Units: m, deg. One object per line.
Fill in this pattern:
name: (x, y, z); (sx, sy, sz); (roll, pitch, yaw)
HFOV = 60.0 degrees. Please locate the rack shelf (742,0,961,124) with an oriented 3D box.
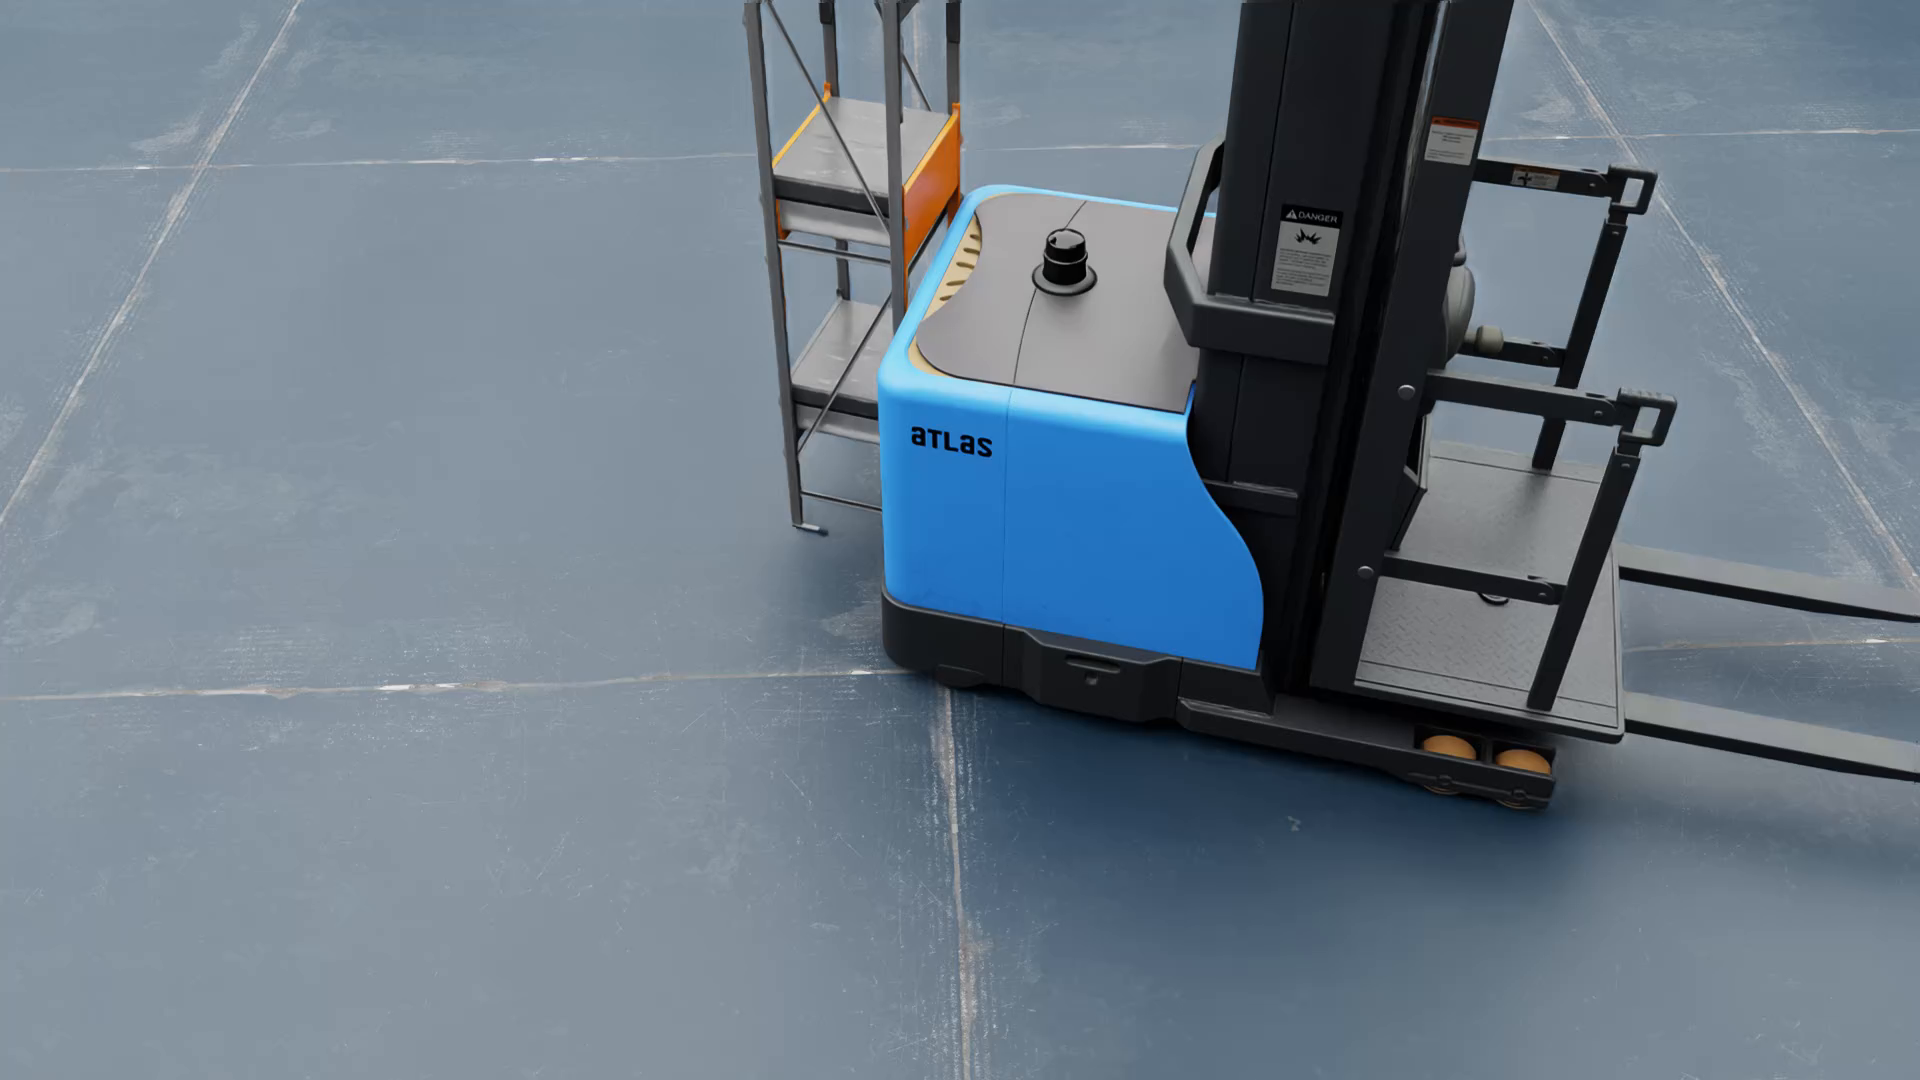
rack shelf: (-0.268, -1.442, 4.254); (0.431, 0.518, 0.480); (12, 44, 13)

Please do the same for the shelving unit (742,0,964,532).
shelving unit: (-0.267, -0.936, 4.717); (0.431, 2.100, 0.503); (12, 44, 13)

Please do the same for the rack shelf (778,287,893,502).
rack shelf: (-0.267, -0.410, 5.199); (0.431, 0.518, 0.480); (12, 44, 13)

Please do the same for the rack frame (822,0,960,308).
rack frame: (-0.192, -1.093, 4.888); (0.400, 2.100, 0.015); (12, 44, 13)

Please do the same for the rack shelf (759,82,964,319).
rack shelf: (-0.267, -0.926, 4.726); (0.431, 0.518, 0.480); (12, 44, 13)

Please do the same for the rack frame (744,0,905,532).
rack frame: (-0.343, -0.779, 4.546); (0.400, 2.100, 0.015); (12, 44, 13)

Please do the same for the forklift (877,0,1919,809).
forklift: (1.352, -0.760, 3.910); (3.031, 2.935, 1.130); (10, 43, 11)
